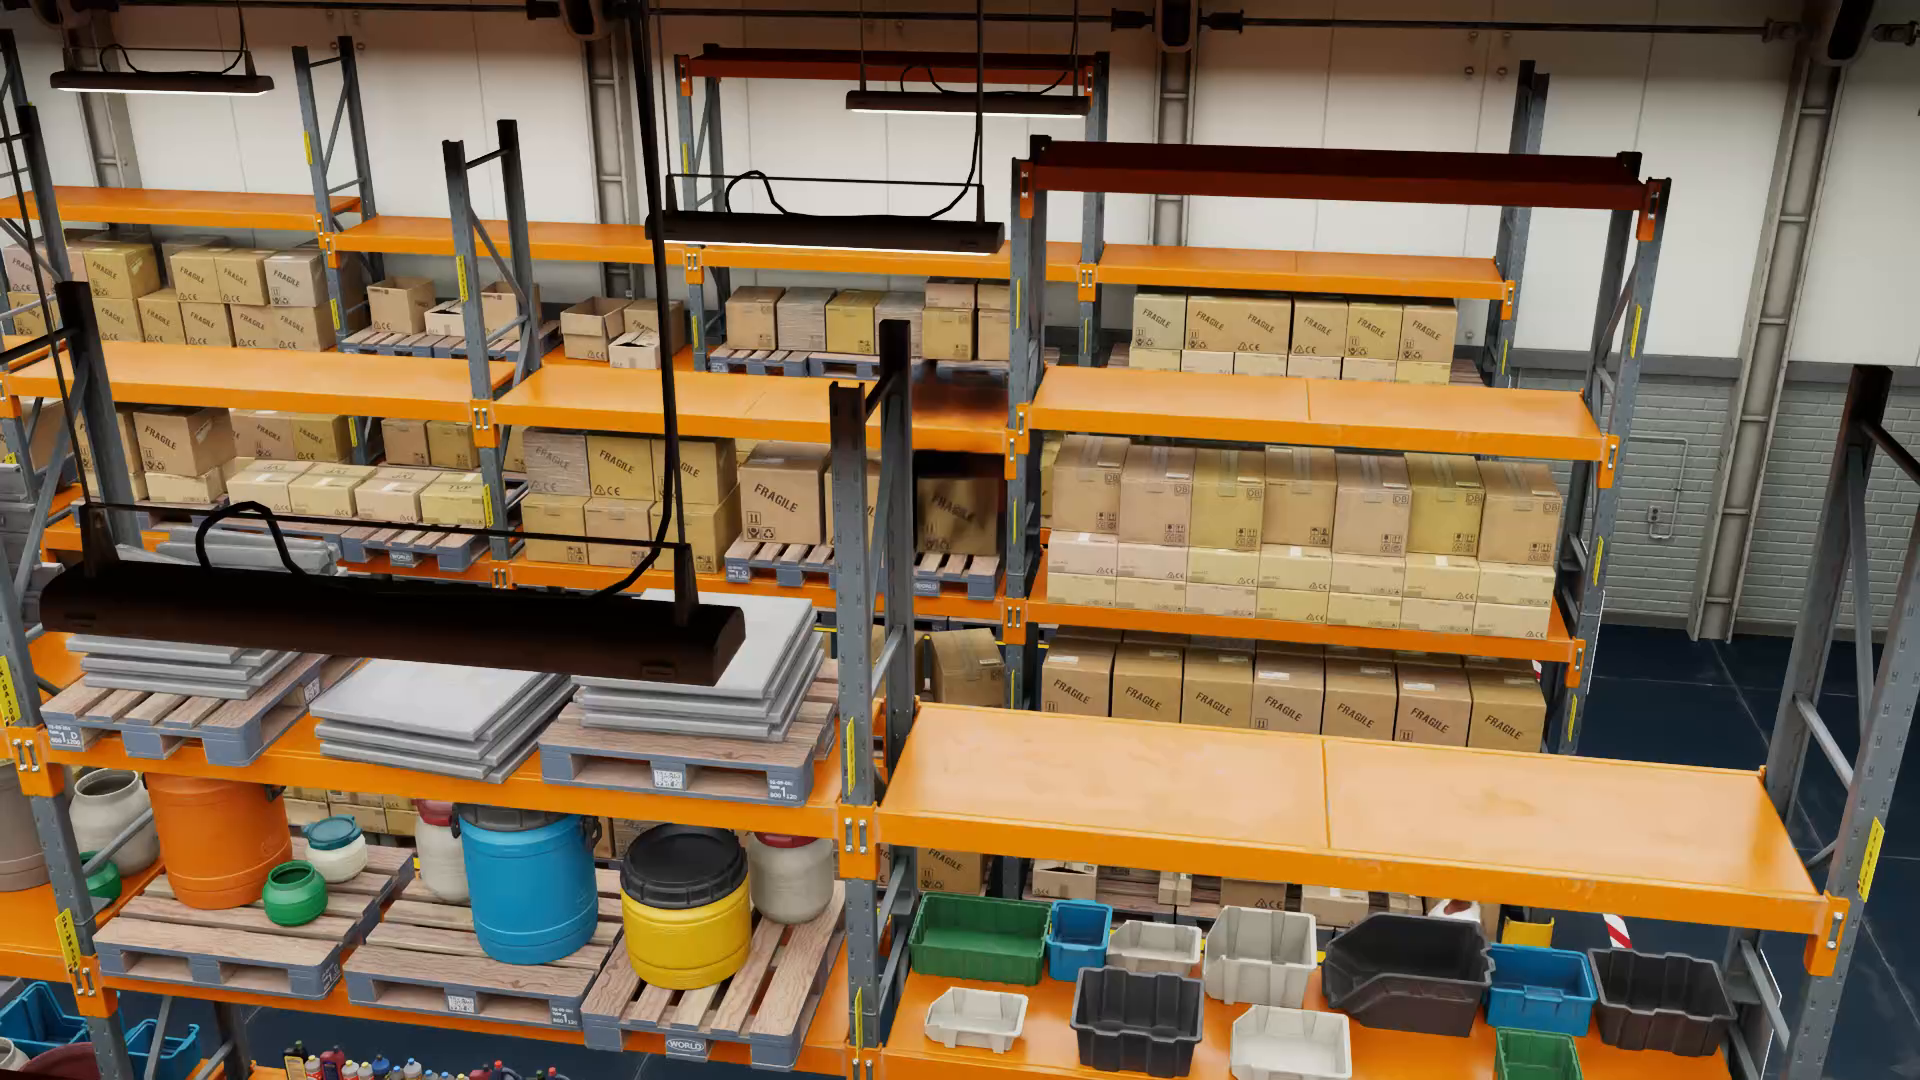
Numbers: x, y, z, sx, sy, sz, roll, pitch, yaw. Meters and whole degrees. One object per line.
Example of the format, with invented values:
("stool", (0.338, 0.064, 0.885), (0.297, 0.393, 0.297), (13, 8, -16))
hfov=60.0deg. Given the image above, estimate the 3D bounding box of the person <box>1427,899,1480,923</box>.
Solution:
("person", (3.178, 2.917, 11.231), (1.011, 1.702, 0.662), (2, 23, 4))
